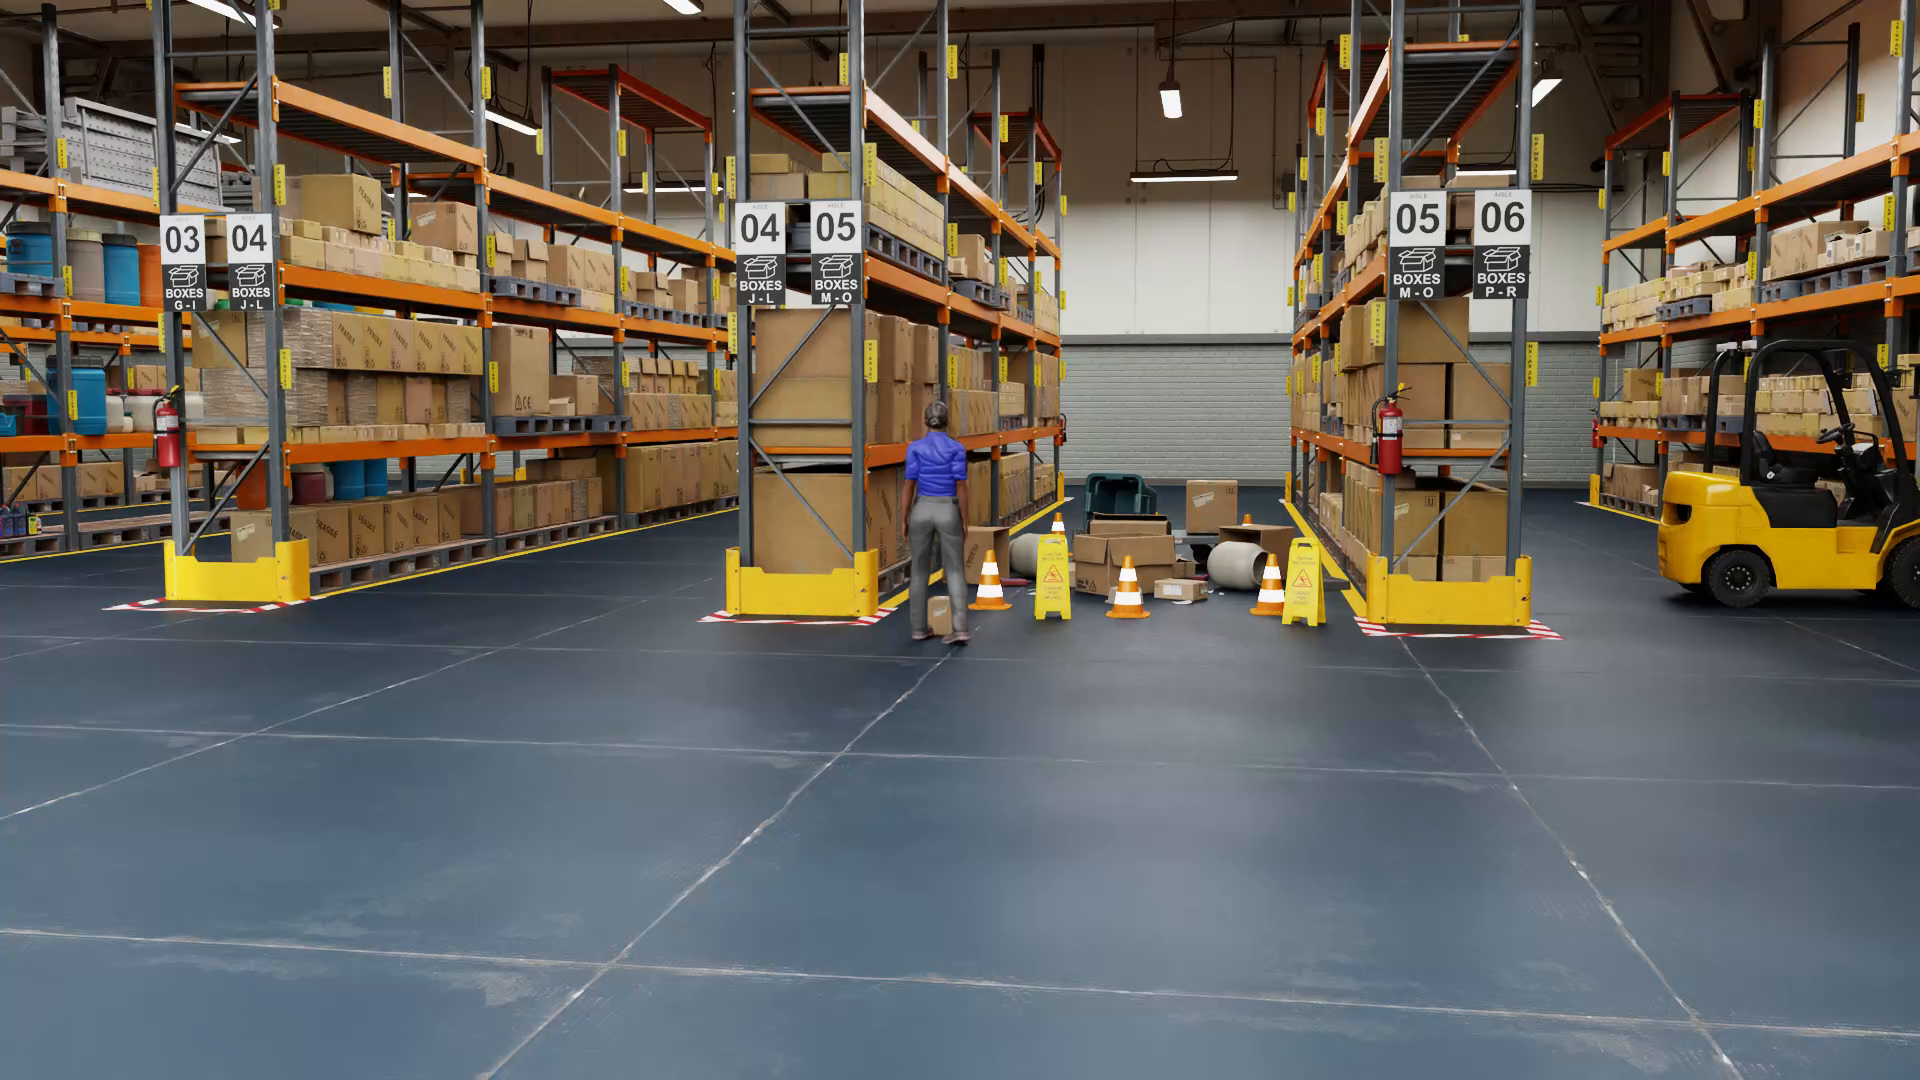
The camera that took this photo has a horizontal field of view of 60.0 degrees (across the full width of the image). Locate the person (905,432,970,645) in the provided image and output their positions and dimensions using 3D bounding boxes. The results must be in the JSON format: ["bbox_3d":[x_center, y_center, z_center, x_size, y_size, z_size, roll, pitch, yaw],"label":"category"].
[{"bbox_3d":[-0.148,-0.017,11.456,0.453,1.461,0.541,0,5,3],"label":"person"}]
